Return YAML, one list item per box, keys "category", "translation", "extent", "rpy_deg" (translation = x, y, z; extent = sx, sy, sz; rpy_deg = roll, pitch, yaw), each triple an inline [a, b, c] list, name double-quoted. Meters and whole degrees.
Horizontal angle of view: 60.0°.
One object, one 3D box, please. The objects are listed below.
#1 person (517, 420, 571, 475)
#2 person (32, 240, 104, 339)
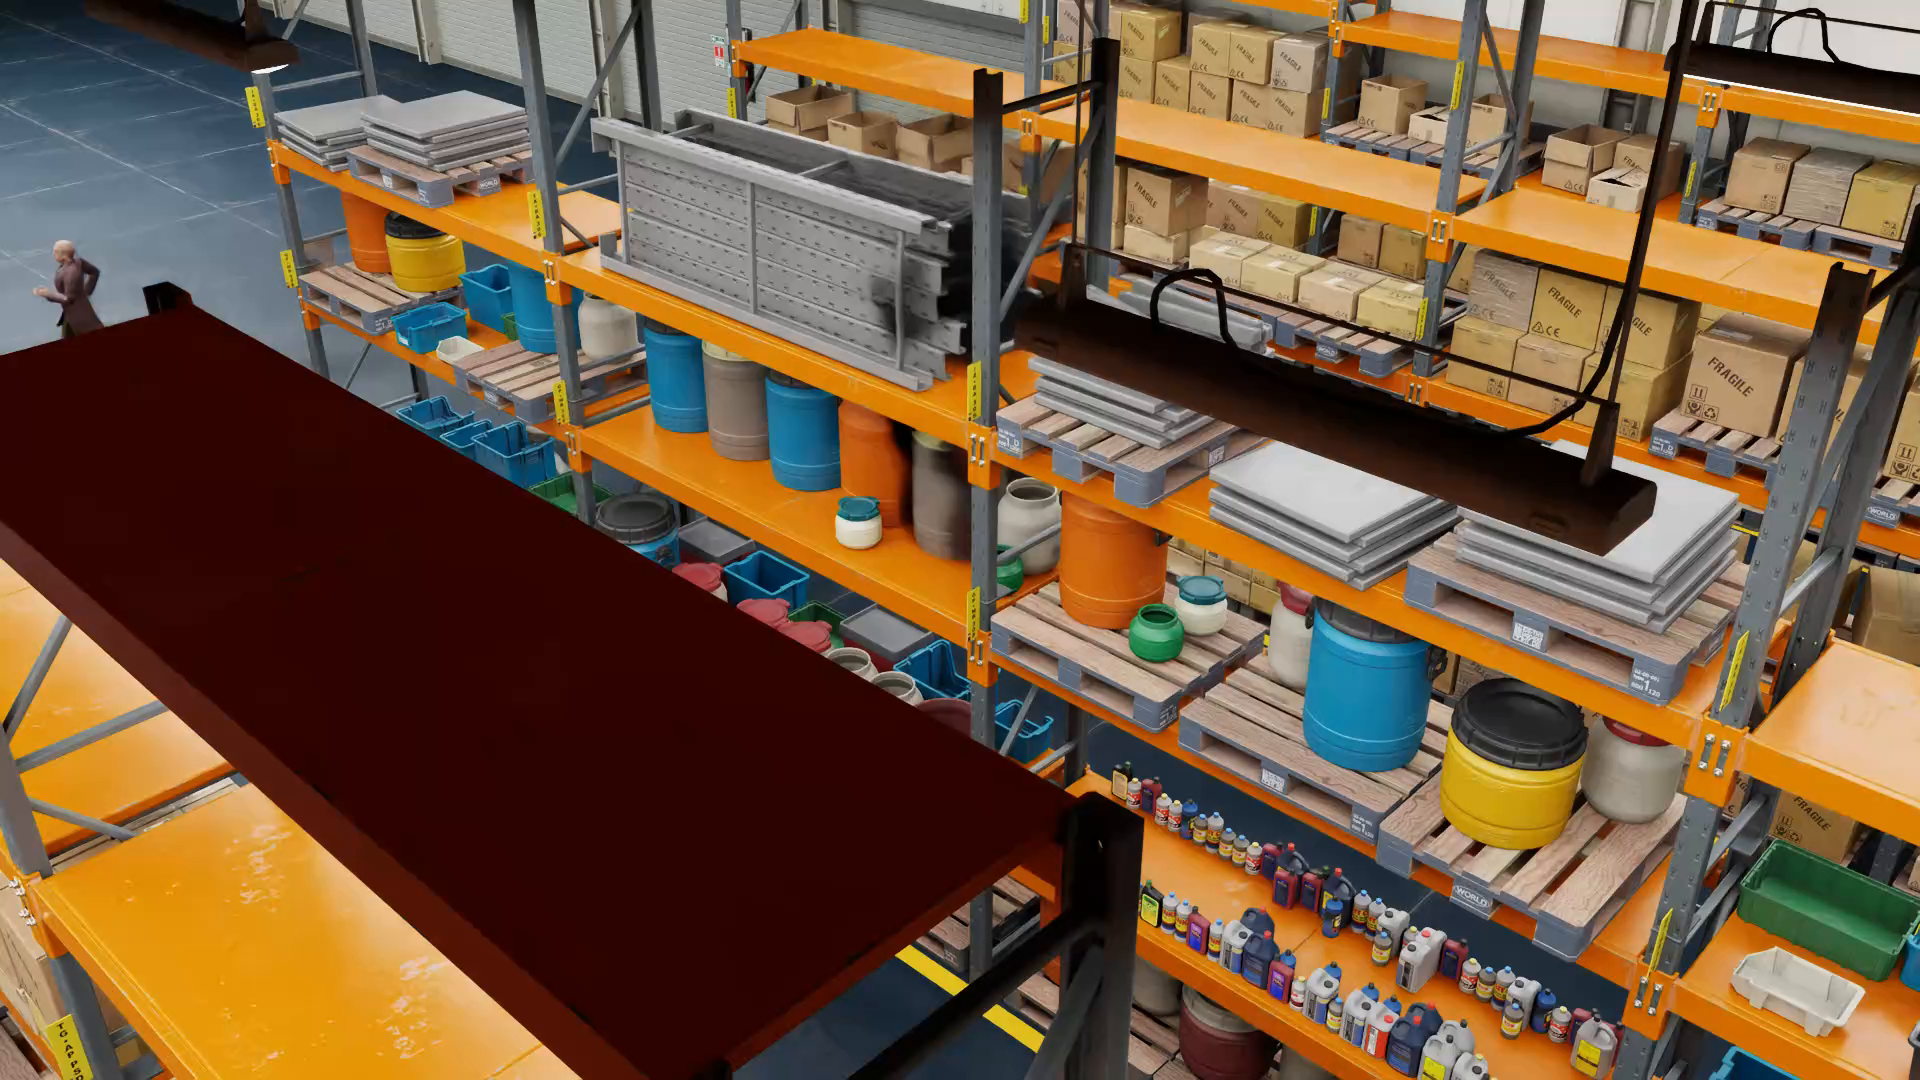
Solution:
- category: "person"
  translation: [-4.139, -1.142, 16.526]
  extent: [0.697, 1.745, 0.739]
  rpy_deg: [20, 35, 31]
- category: "person"
  translation: [-9.956, -2.523, 18.892]
  extent: [0.904, 1.837, 0.677]
  rpy_deg: [-15, 33, -25]
